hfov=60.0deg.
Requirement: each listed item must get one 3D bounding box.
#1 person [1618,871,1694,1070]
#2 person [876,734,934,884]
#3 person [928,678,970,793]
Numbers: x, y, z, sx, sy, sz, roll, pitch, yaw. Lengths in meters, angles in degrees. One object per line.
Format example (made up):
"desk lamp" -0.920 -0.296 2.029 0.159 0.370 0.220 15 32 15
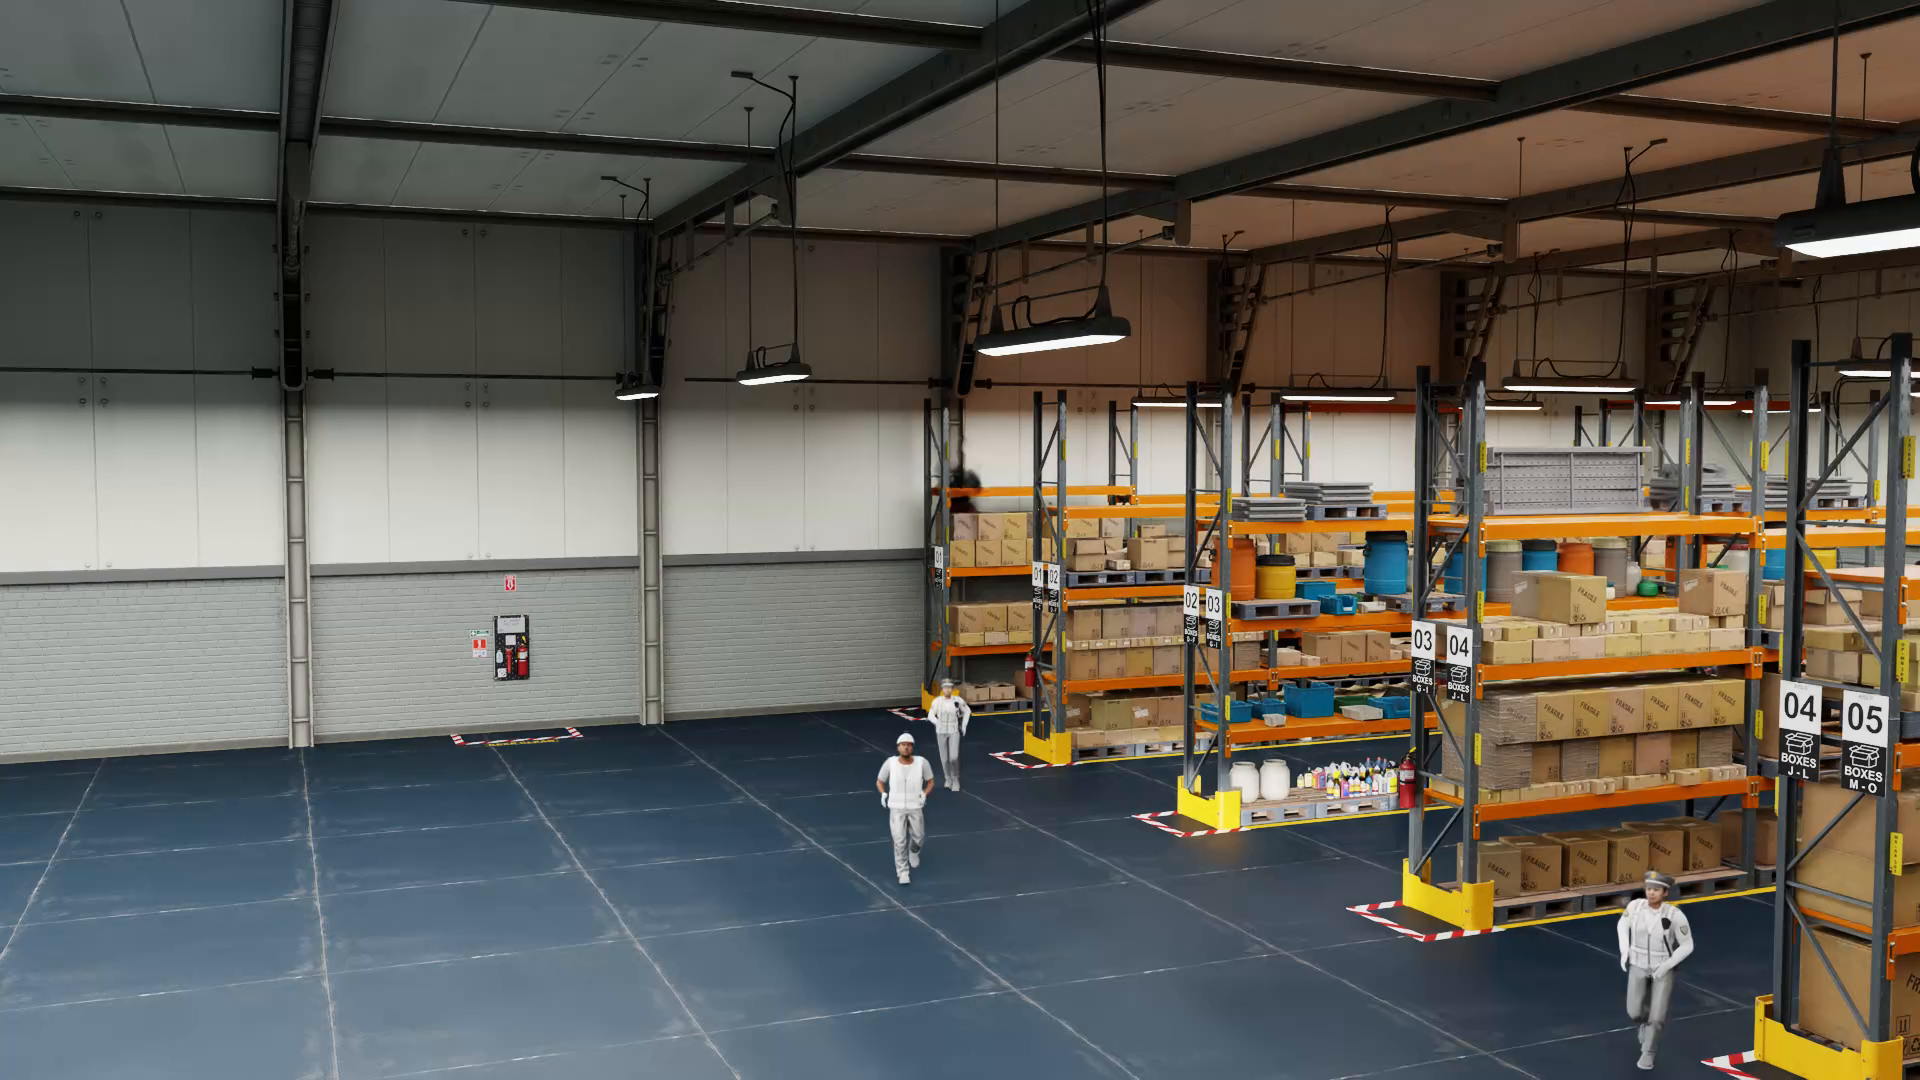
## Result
"person" 5.748 3.537 13.782 0.621 1.664 0.514 2 4 36
"person" -0.649 3.143 19.597 0.676 1.734 0.675 0 3 -2
"person" -0.175 2.880 24.584 0.612 1.699 0.664 0 3 7
